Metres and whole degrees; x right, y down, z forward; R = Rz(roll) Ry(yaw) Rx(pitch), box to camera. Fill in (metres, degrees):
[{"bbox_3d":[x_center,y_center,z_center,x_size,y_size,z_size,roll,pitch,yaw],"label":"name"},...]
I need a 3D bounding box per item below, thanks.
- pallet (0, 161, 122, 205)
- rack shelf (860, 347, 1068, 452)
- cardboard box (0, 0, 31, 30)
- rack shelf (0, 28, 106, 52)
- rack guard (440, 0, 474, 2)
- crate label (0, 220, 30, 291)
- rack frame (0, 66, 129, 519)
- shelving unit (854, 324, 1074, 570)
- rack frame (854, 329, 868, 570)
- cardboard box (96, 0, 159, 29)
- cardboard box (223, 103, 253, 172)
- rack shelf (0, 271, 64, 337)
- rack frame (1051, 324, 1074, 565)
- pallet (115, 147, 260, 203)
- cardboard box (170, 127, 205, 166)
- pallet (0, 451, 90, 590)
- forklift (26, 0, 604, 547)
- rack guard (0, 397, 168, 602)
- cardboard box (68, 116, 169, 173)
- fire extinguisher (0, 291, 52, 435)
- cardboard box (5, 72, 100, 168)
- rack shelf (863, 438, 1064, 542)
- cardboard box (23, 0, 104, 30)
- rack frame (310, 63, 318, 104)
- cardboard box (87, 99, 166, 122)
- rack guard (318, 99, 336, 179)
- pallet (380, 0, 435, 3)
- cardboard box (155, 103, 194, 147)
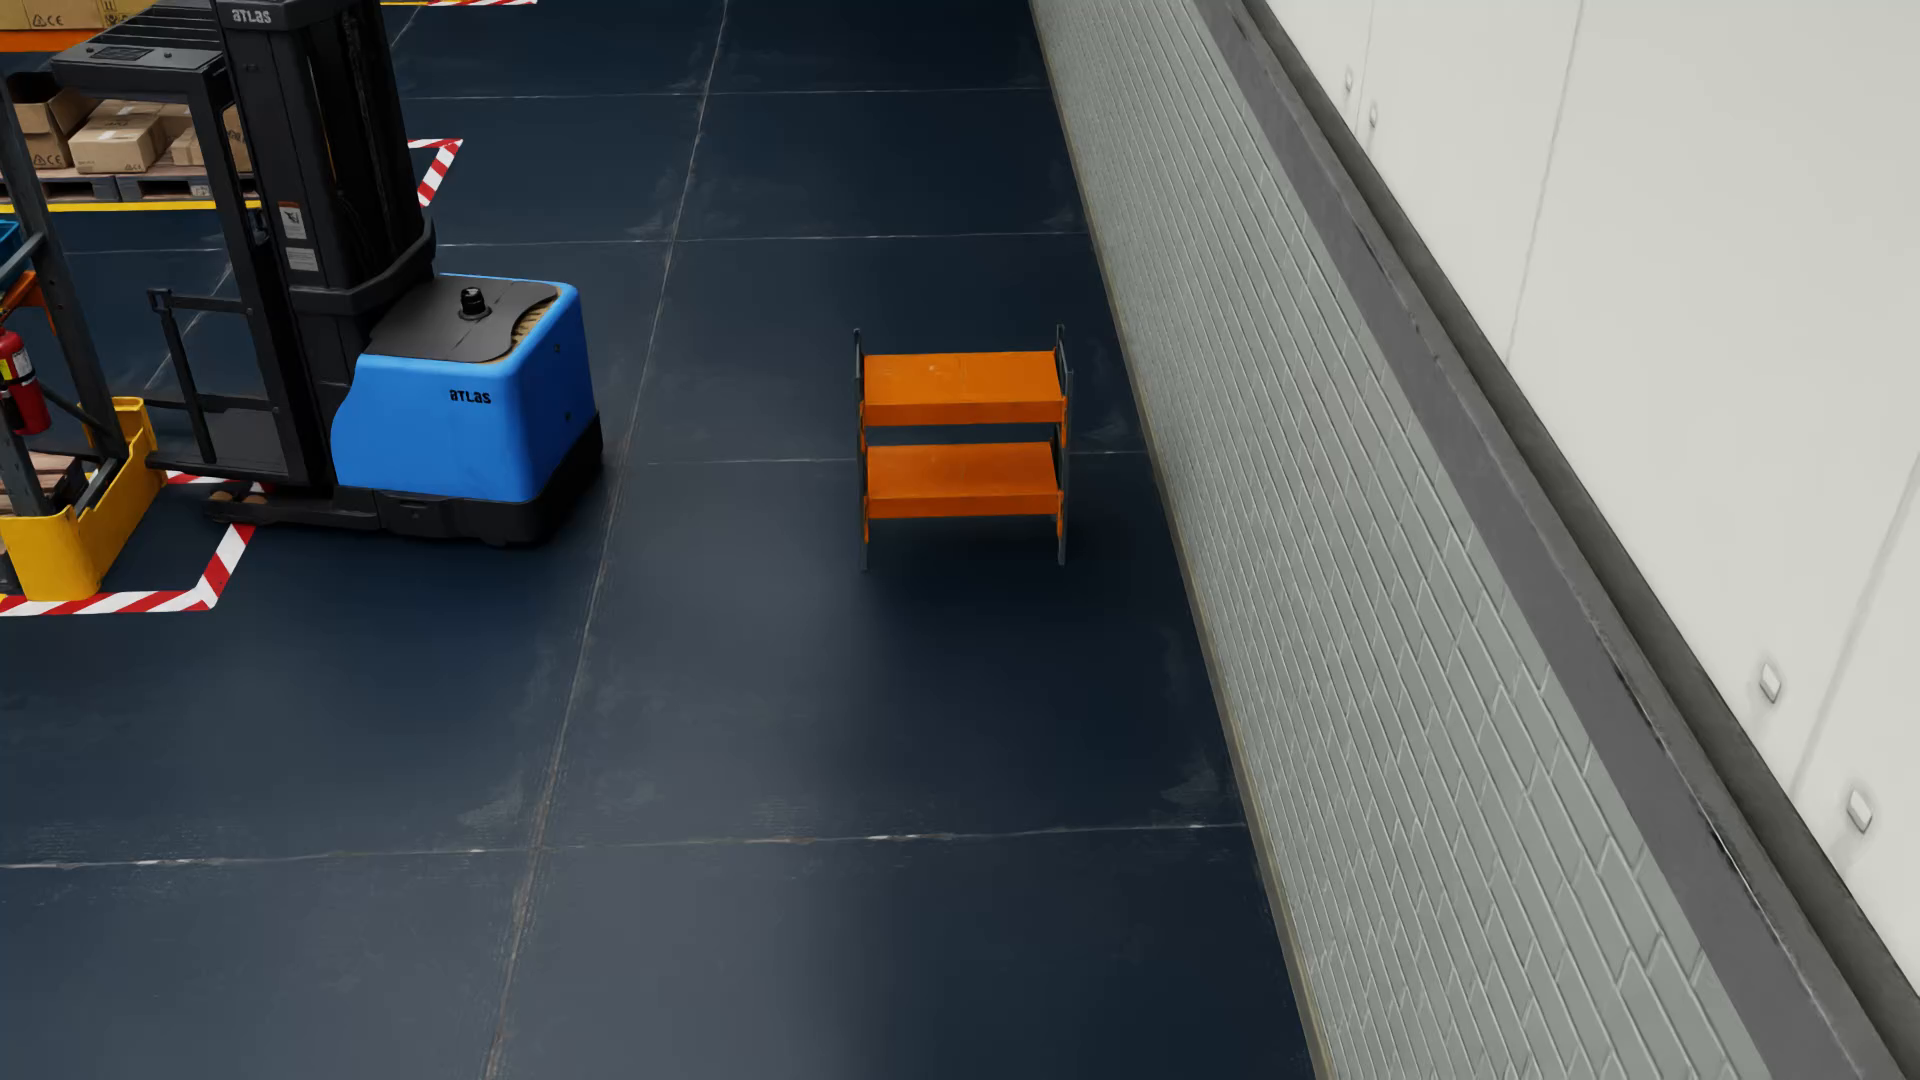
[{"bbox_3d":[-6.882,-2.865,12.705,1.213,0.211,1.003,-2,35,-2],"label":"pallet"},{"bbox_3d":[0.007,-0.703,8.264,1.000,0.278,0.538,-2,35,-2],"label":"rack shelf"},{"bbox_3d":[-6.748,-3.902,11.664,0.500,0.500,0.500,-2,35,-3],"label":"cardboard box"},{"bbox_3d":[-6.792,-3.718,12.118,4.000,0.370,1.077,-2,35,-2],"label":"rack shelf"},{"bbox_3d":[-5.008,-5.856,16.772,0.348,0.500,1.175,-2,35,-2],"label":"rack guard"},{"bbox_3d":[-4.825,-1.388,8.214,0.303,0.233,0.416,-2,35,-2],"label":"crate label"},{"bbox_3d":[-4.563,-1.252,7.923,0.127,3.000,1.000,-2,35,-2],"label":"rack frame"},{"bbox_3d":[0.007,-0.463,8.430,1.048,1.125,0.538,-2,35,-2],"label":"shelving unit"},{"bbox_3d":[-0.501,-0.449,8.410,0.032,1.125,0.500,-2,35,-2],"label":"rack frame"},{"bbox_3d":[-5.746,-3.926,11.699,0.500,0.500,0.500,-1,35,-2],"label":"cardboard box"},{"bbox_3d":[-5.325,-3.066,12.354,0.500,0.500,0.500,-2,35,-2],"label":"cardboard box"},{"bbox_3d":[-6.561,-0.902,8.049,4.000,0.370,1.077,-2,35,-2],"label":"rack shelf"},{"bbox_3d":[0.515,-0.476,8.450,0.032,1.125,0.500,-2,35,-2],"label":"rack frame"},{"bbox_3d":[-5.666,-2.896,12.750,1.213,0.211,1.003,-2,35,-2],"label":"pallet"},{"bbox_3d":[-5.734,-2.969,12.507,0.250,0.166,0.380,-2,35,-2],"label":"cardboard box"},{"bbox_3d":[-5.389,-0.105,8.716,1.213,0.211,1.003,-2,35,-2],"label":"pallet"},{"bbox_3d":[-3.574,-1.567,8.438,3.031,2.935,1.130,6,35,8],"label":"forklift"},{"bbox_3d":[-4.540,-0.232,8.646,0.348,0.500,1.175,-2,35,-2],"label":"rack guard"},{"bbox_3d":[-6.276,-2.954,12.413,0.500,0.250,0.500,-2,35,-2],"label":"cardboard box"},{"bbox_3d":[-4.391,-0.812,7.683,0.183,0.674,0.296,-2,35,-2],"label":"fire extinguisher"},{"bbox_3d":[-6.913,-3.167,12.498,0.637,0.503,0.797,-2,35,-2],"label":"cardboard box"},{"bbox_3d":[0.007,-0.262,8.569,1.000,0.278,0.538,-2,35,-2],"label":"rack shelf"},{"bbox_3d":[-6.245,-3.915,11.684,0.500,0.500,0.500,-1,35,-2],"label":"cardboard box"},{"bbox_3d":[-4.794,-4.067,11.991,0.127,3.000,1.000,-2,35,-2],"label":"rack frame"},{"bbox_3d":[-6.349,-3.237,12.821,0.500,0.250,0.500,-2,35,-2],"label":"cardboard box"},{"bbox_3d":[-4.870,-3.037,12.700,0.348,0.500,1.175,-2,35,-2],"label":"rack guard"},{"bbox_3d":[-5.827,-5.670,16.758,1.213,0.211,1.003,-2,35,-2],"label":"pallet"},{"bbox_3d":[-5.850,-3.251,12.841,0.500,0.250,0.500,-2,35,-2],"label":"cardboard box"}]
